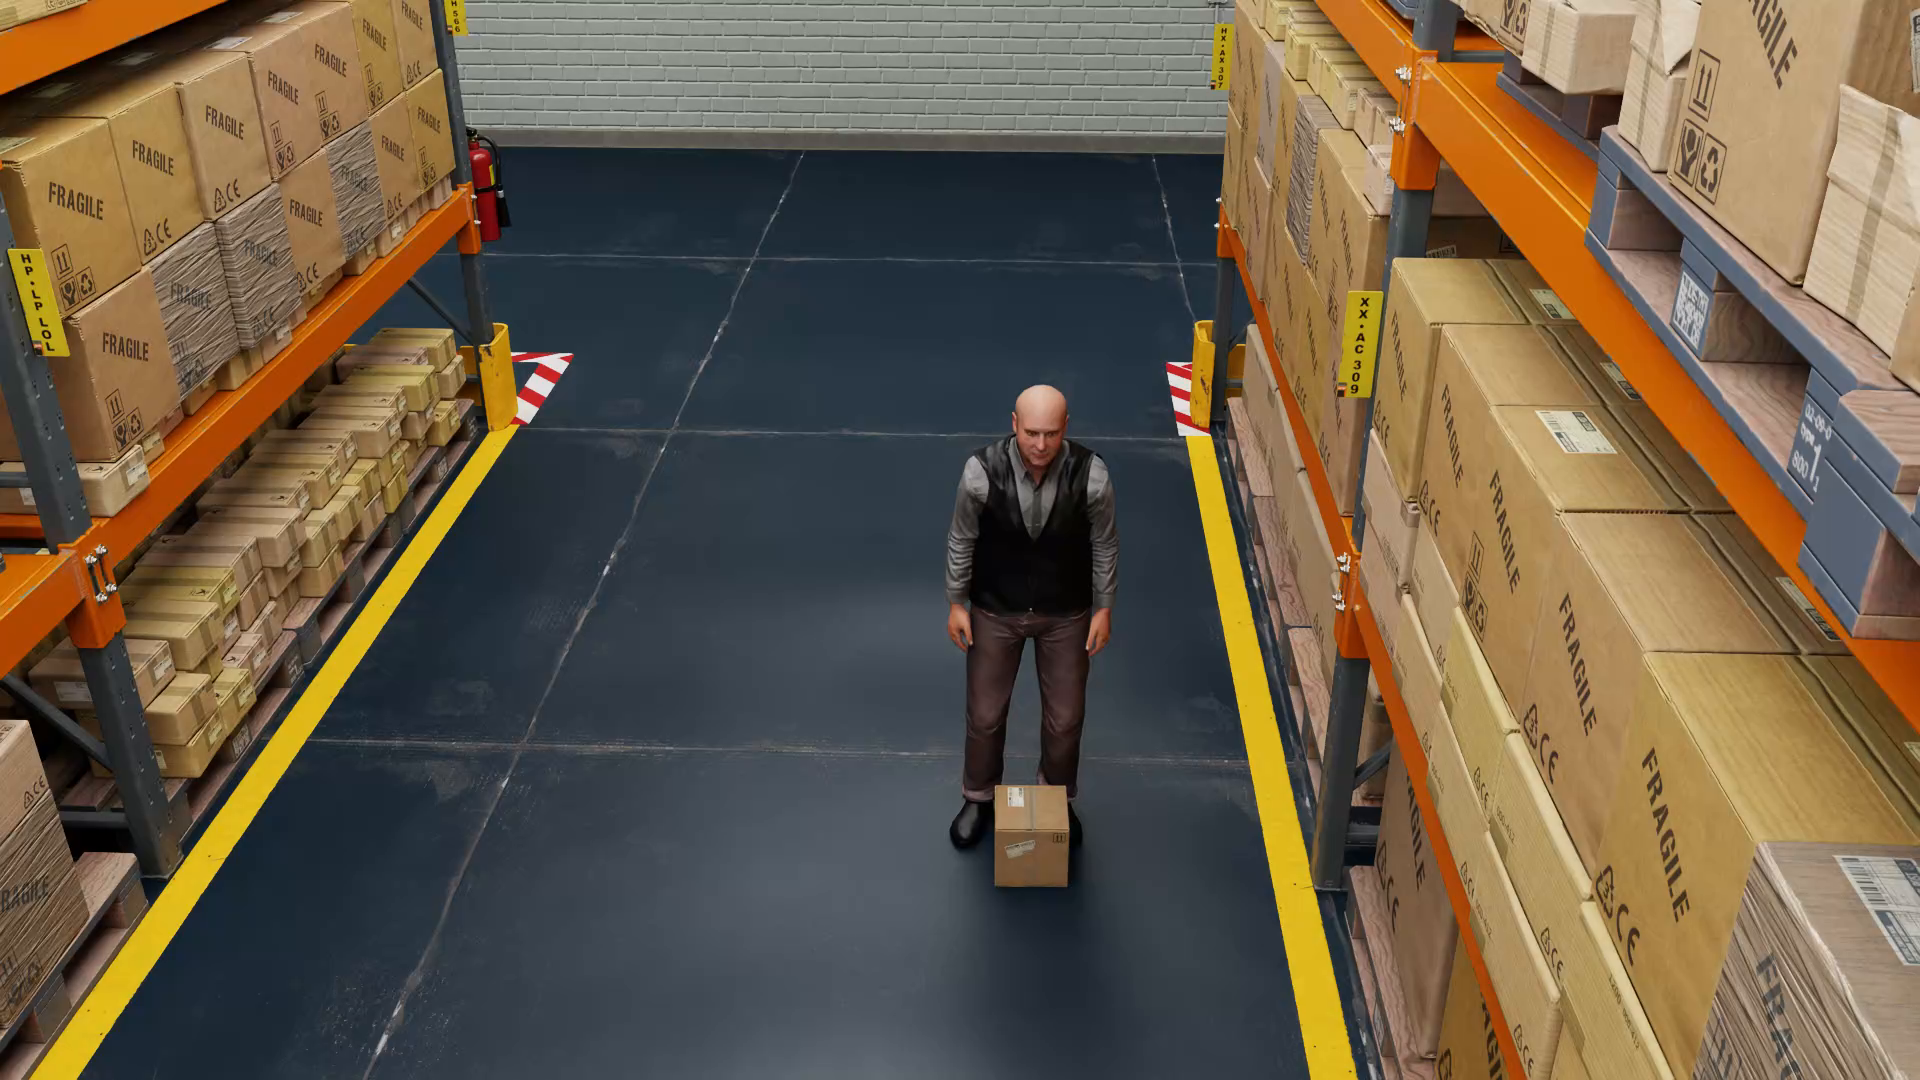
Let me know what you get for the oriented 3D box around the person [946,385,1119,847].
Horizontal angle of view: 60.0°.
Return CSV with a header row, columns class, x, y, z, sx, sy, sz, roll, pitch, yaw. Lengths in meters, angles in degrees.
class,x,y,z,sx,sy,sz,roll,pitch,yaw
person,0.242,0.245,5.681,0.580,1.720,0.421,1,28,2
